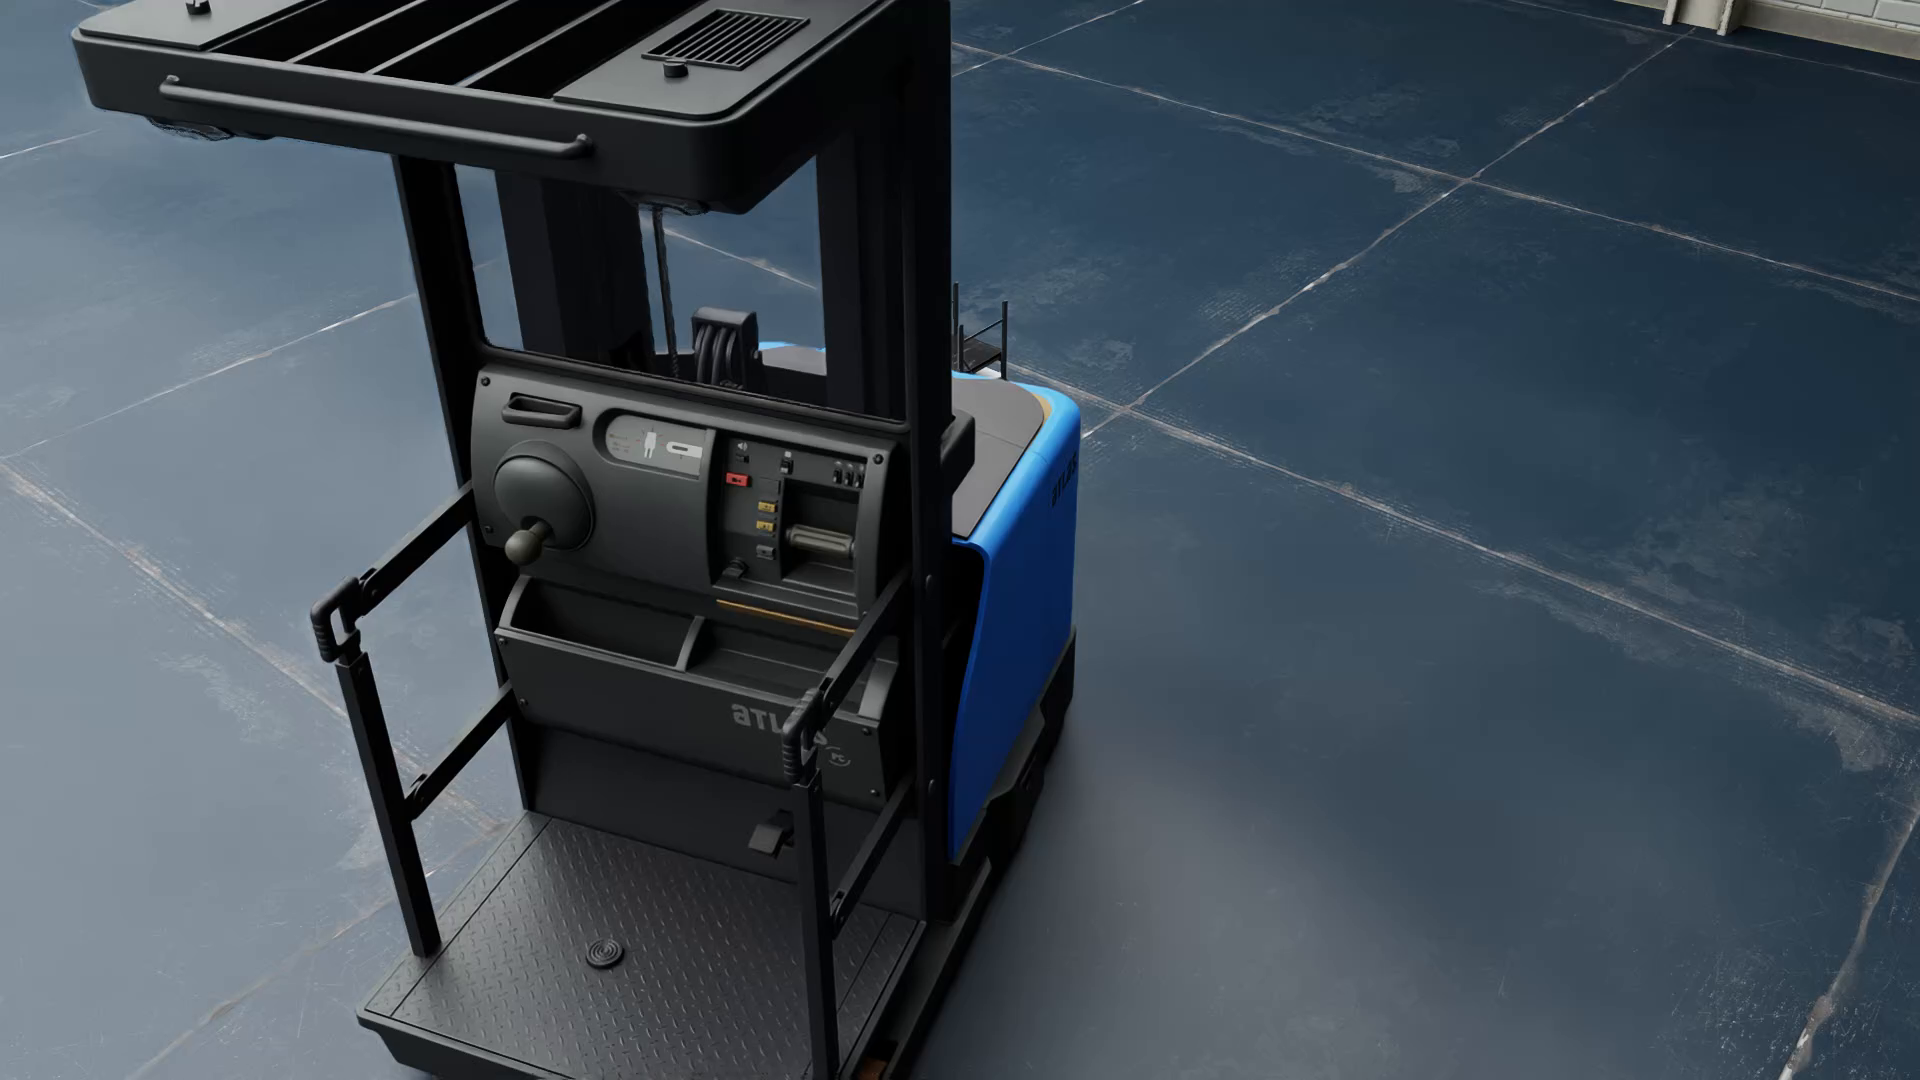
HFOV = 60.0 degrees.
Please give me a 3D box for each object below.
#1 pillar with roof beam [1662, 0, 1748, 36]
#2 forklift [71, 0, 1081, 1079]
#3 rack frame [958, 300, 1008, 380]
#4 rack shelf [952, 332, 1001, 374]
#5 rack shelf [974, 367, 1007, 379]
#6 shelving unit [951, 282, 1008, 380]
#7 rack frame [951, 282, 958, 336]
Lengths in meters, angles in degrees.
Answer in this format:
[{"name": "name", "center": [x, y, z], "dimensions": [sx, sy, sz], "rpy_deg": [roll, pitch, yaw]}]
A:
[{"name": "pillar with roof beam", "center": [1.931, -5.097, 5.222], "dimensions": [0.400, 9.000, 9.100], "rpy_deg": [25, 42, 32]}, {"name": "forklift", "center": [-0.651, -0.030, 3.204], "dimensions": [1.130, 2.935, 3.031], "rpy_deg": [12, 36, 17]}, {"name": "rack frame", "center": [0.072, -0.337, 5.446], "dimensions": [0.006, 0.900, 0.240], "rpy_deg": [25, 42, 32]}, {"name": "rack shelf", "center": [-0.006, -0.569, 5.366], "dimensions": [0.200, 0.077, 0.258], "rpy_deg": [25, 42, 32]}, {"name": "rack shelf", "center": [-0.006, -0.495, 5.417], "dimensions": [0.200, 0.077, 0.258], "rpy_deg": [25, 42, 32]}, {"name": "shelving unit", "center": [-0.006, -0.374, 5.500], "dimensions": [0.210, 0.900, 0.258], "rpy_deg": [25, 42, 32]}, {"name": "rack frame", "center": [-0.084, -0.411, 5.553], "dimensions": [0.006, 0.900, 0.240], "rpy_deg": [25, 42, 32]}]
